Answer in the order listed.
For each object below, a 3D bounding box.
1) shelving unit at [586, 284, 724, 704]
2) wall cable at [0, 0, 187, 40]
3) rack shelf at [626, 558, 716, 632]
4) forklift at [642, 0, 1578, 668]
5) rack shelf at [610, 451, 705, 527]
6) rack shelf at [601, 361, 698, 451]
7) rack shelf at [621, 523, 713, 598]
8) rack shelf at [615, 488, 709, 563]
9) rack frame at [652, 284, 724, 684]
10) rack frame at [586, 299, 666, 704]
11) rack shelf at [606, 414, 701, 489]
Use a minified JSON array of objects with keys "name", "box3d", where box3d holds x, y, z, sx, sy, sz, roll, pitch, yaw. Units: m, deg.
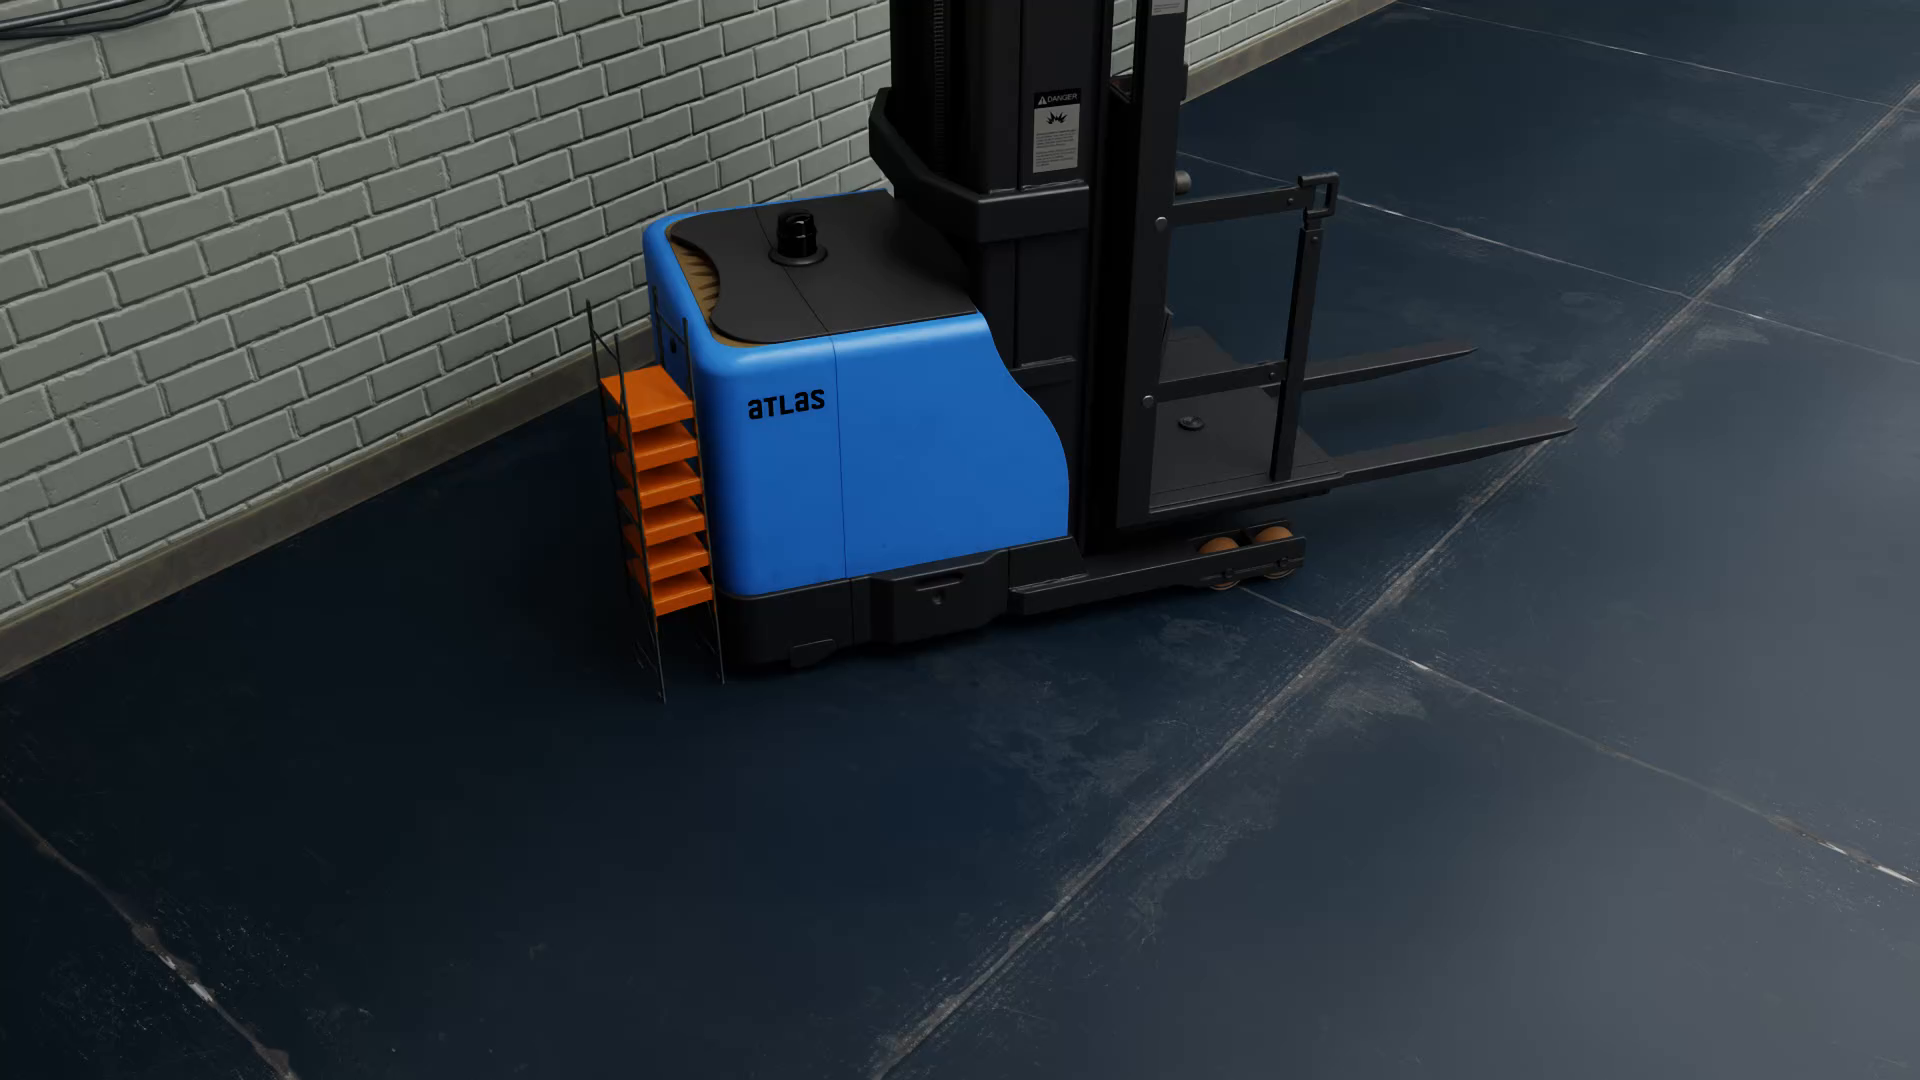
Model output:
[{"name":"shelving unit","box3d":[-0.838,-0.101,4.636,0.189,1.200,0.258,-18,38,-24]},{"name":"wall cable","box3d":[-2.978,-1.924,3.144,0.112,2.526,3.097,25,42,32]},{"name":"rack shelf","box3d":[-0.839,0.133,4.797,0.180,0.103,0.258,-18,38,-24]},{"name":"forklift","box3d":[0.590,-1.321,4.883,3.031,2.935,1.130,-11,36,-15]},{"name":"rack shelf","box3d":[-0.838,-0.163,4.593,0.180,0.103,0.258,-18,38,-24]},{"name":"rack shelf","box3d":[-0.838,-0.361,4.457,0.180,0.103,0.258,-18,38,-24]},{"name":"rack shelf","box3d":[-0.839,0.034,4.729,0.180,0.103,0.258,-18,38,-24]},{"name":"rack shelf","box3d":[-0.838,-0.064,4.661,0.180,0.103,0.258,-18,38,-24]},{"name":"rack frame","box3d":[-0.759,-0.126,4.673,0.006,1.200,0.240,-18,38,-24]},{"name":"rack frame","box3d":[-0.918,-0.076,4.599,0.006,1.200,0.240,-18,38,-24]},{"name":"rack shelf","box3d":[-0.838,-0.262,4.525,0.180,0.103,0.258,-18,38,-24]}]
